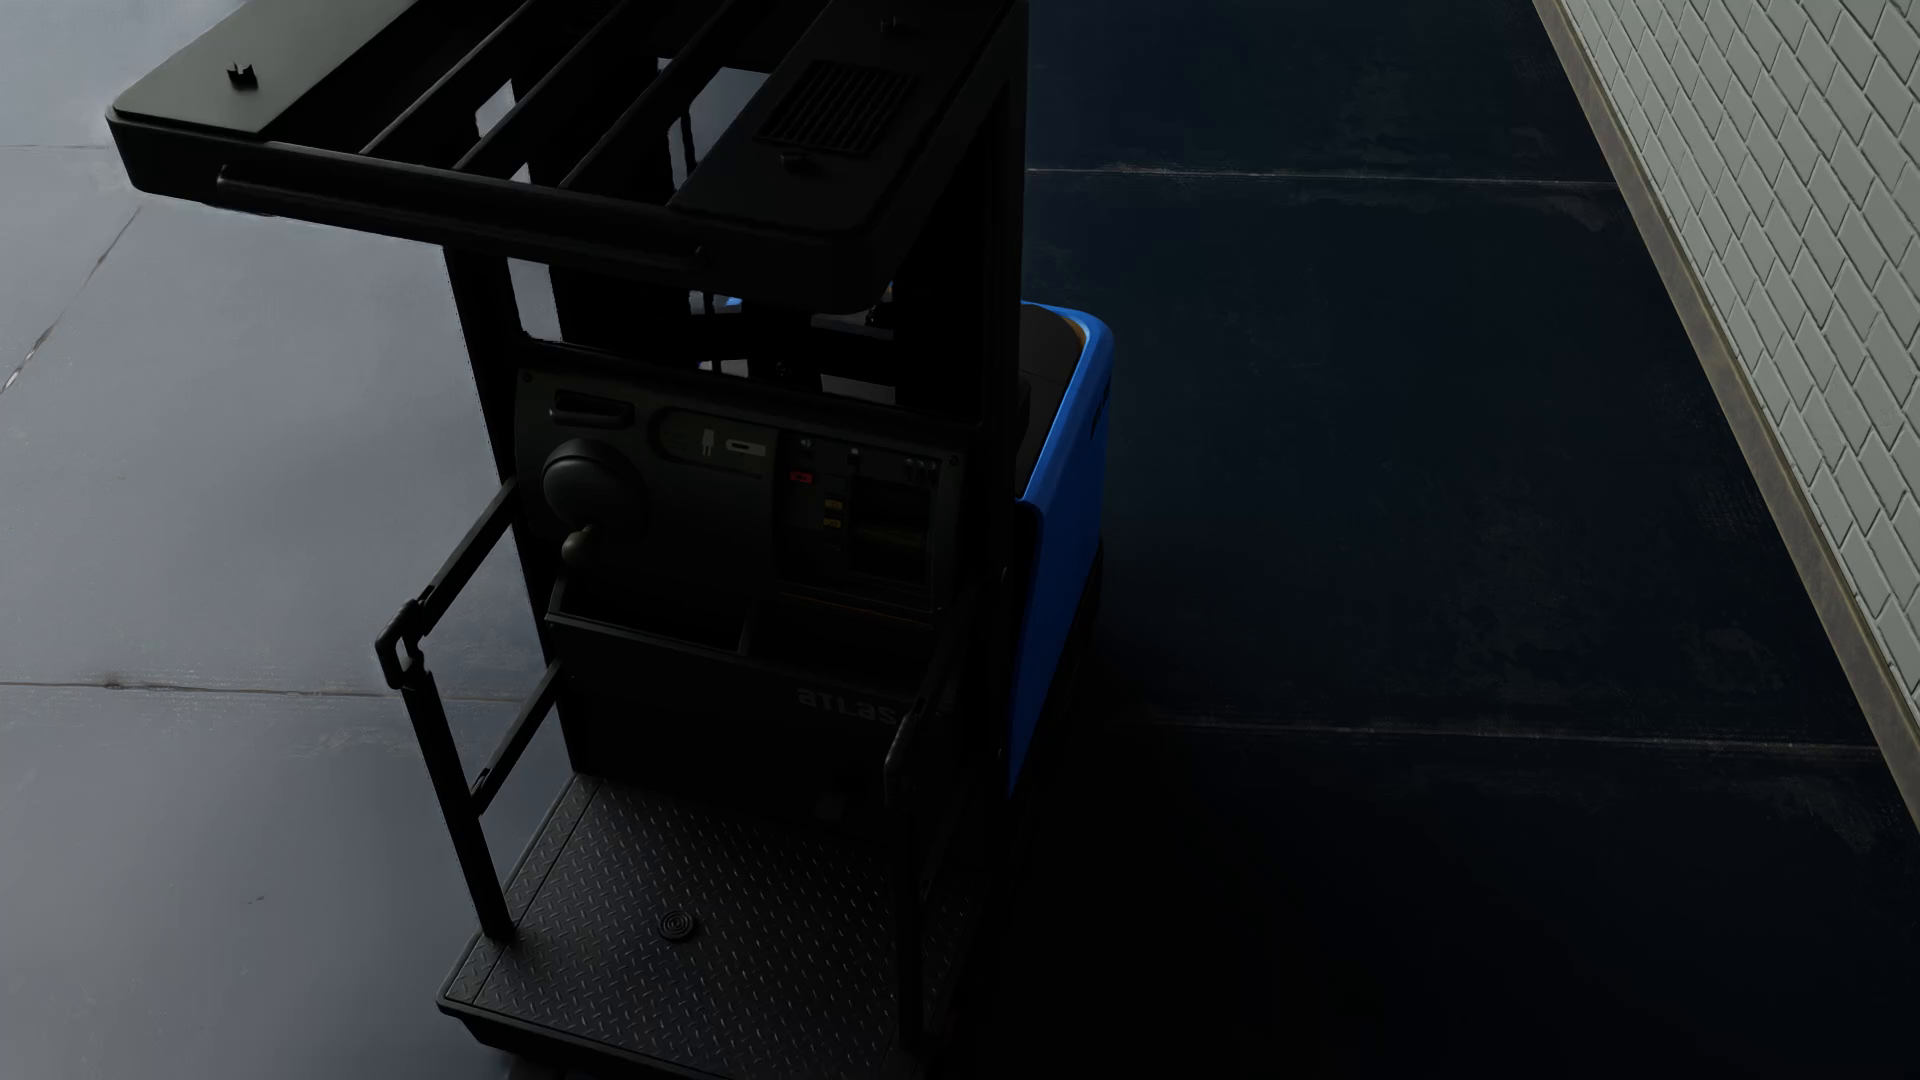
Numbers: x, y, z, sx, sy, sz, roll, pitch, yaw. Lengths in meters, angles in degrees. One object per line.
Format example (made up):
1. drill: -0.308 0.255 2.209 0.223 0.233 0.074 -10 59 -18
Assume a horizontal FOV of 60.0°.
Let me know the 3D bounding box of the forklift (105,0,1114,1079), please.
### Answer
1. forklift: -0.500 -0.003 3.103 1.130 2.935 3.031 12 44 12
